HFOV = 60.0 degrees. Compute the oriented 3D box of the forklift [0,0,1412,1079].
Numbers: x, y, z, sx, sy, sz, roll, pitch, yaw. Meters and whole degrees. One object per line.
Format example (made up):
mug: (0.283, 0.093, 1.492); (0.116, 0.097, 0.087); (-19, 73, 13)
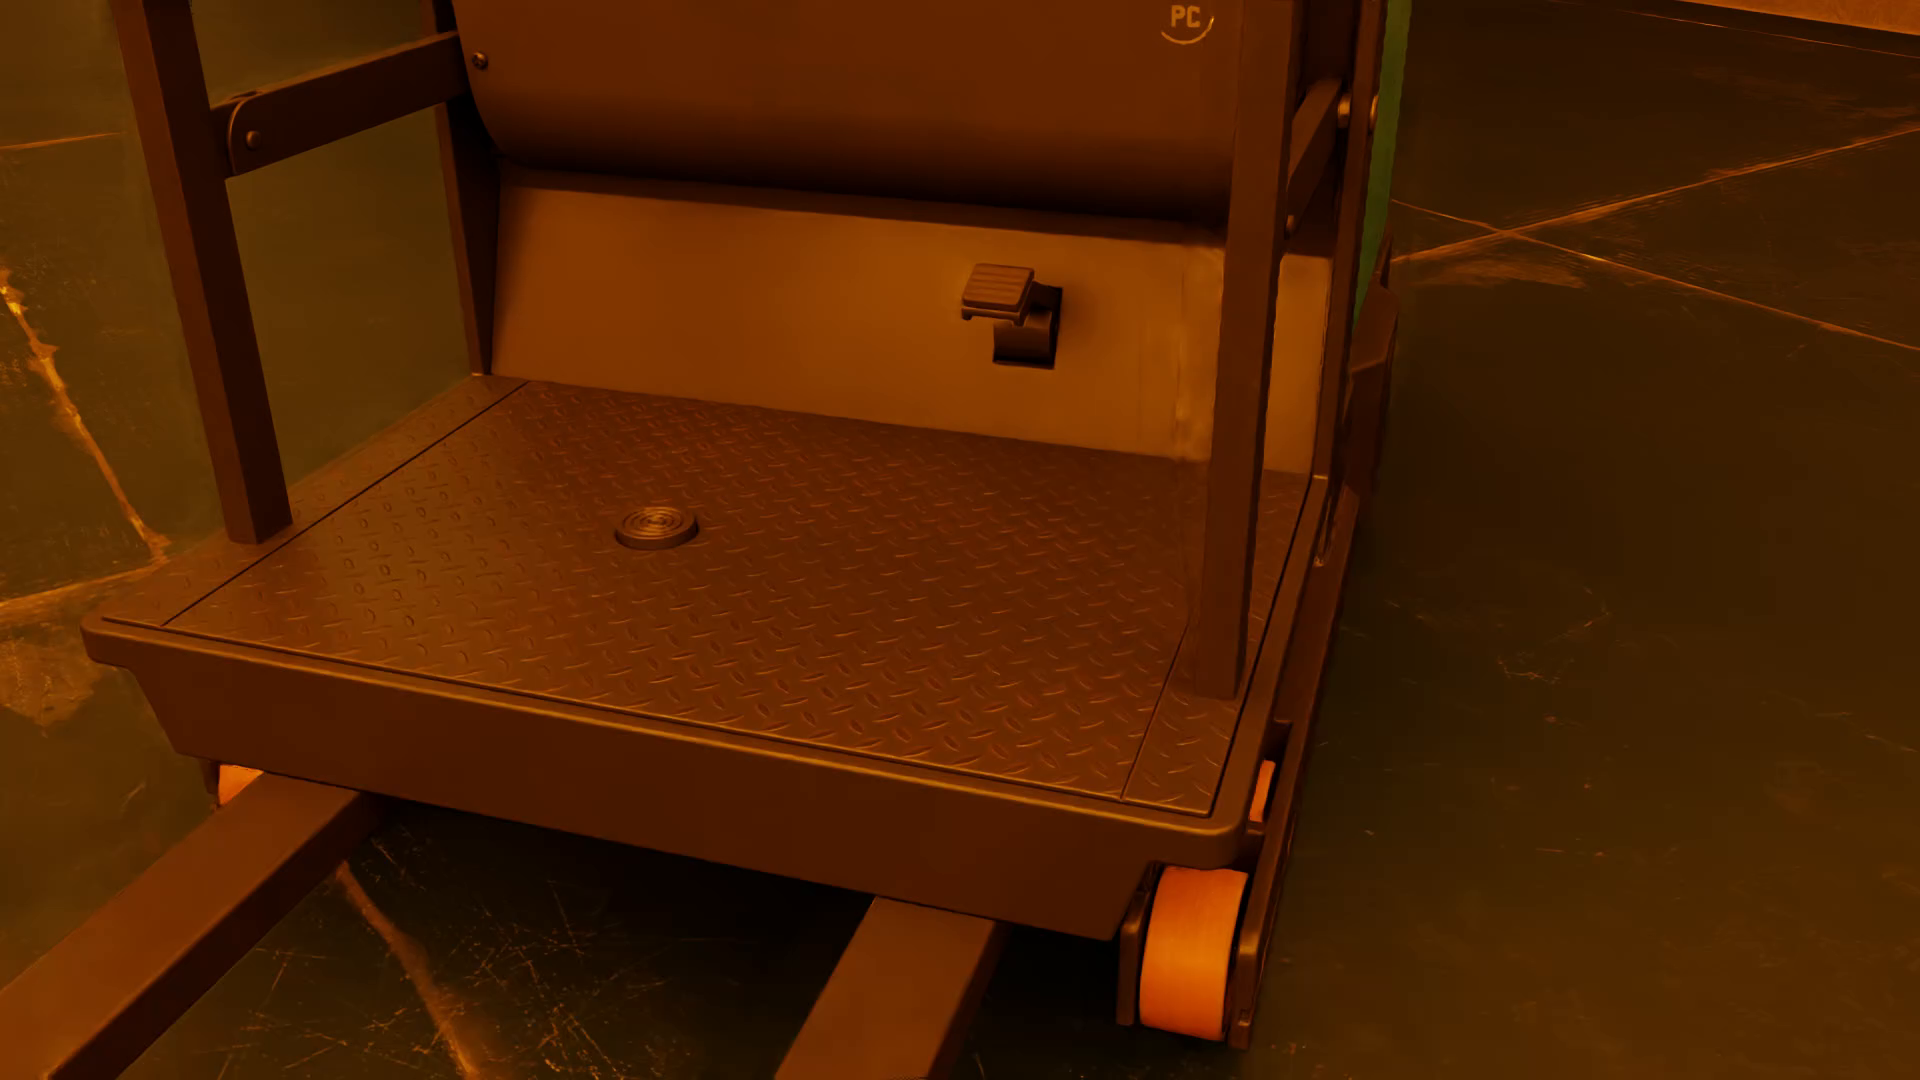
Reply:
forklift: (-0.169, -1.042, 1.309); (1.130, 2.935, 3.031); (8, 28, 15)
